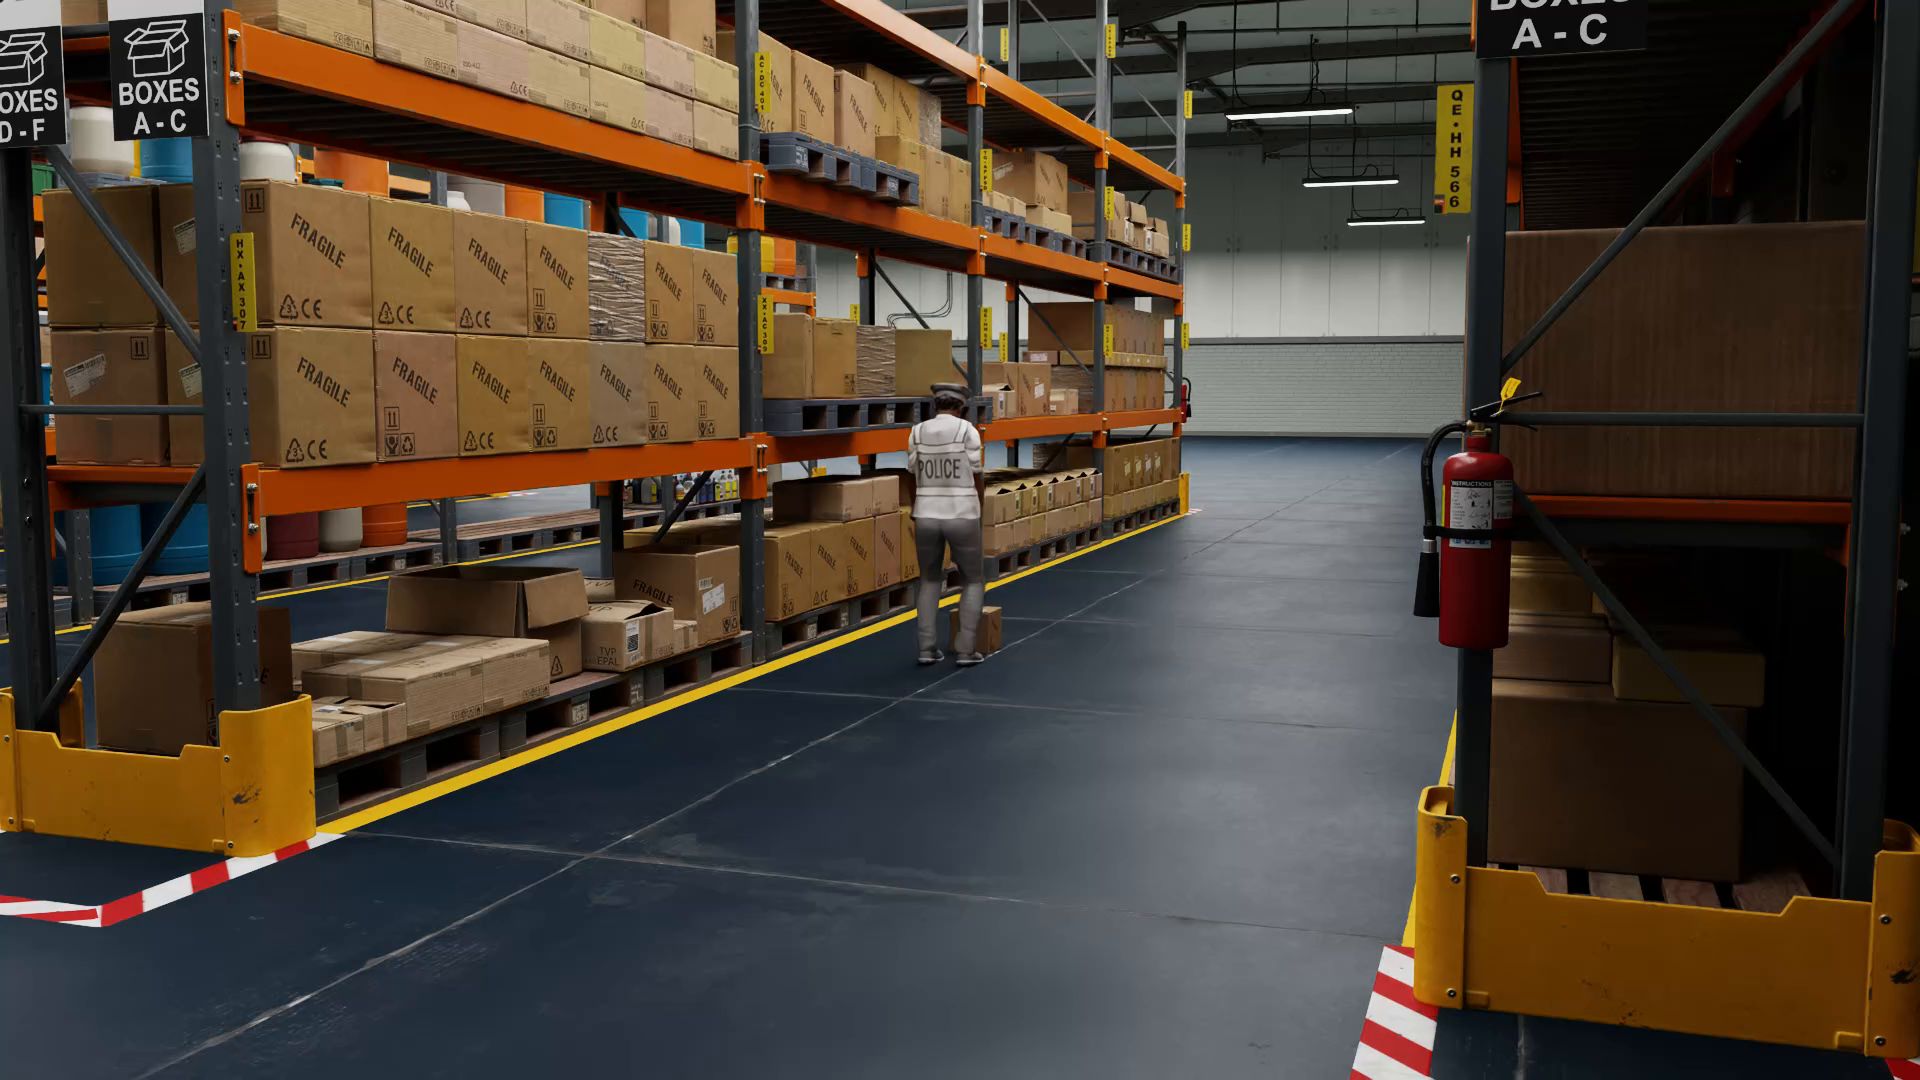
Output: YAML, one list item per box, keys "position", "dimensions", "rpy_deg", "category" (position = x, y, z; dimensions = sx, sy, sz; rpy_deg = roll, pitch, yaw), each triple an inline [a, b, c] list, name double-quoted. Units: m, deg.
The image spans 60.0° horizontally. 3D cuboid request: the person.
- position: [-0.084, -0.089, 9.540]
  dimensions: [0.461, 1.615, 0.460]
  rpy_deg: [2, 6, 18]
  category: "person"
